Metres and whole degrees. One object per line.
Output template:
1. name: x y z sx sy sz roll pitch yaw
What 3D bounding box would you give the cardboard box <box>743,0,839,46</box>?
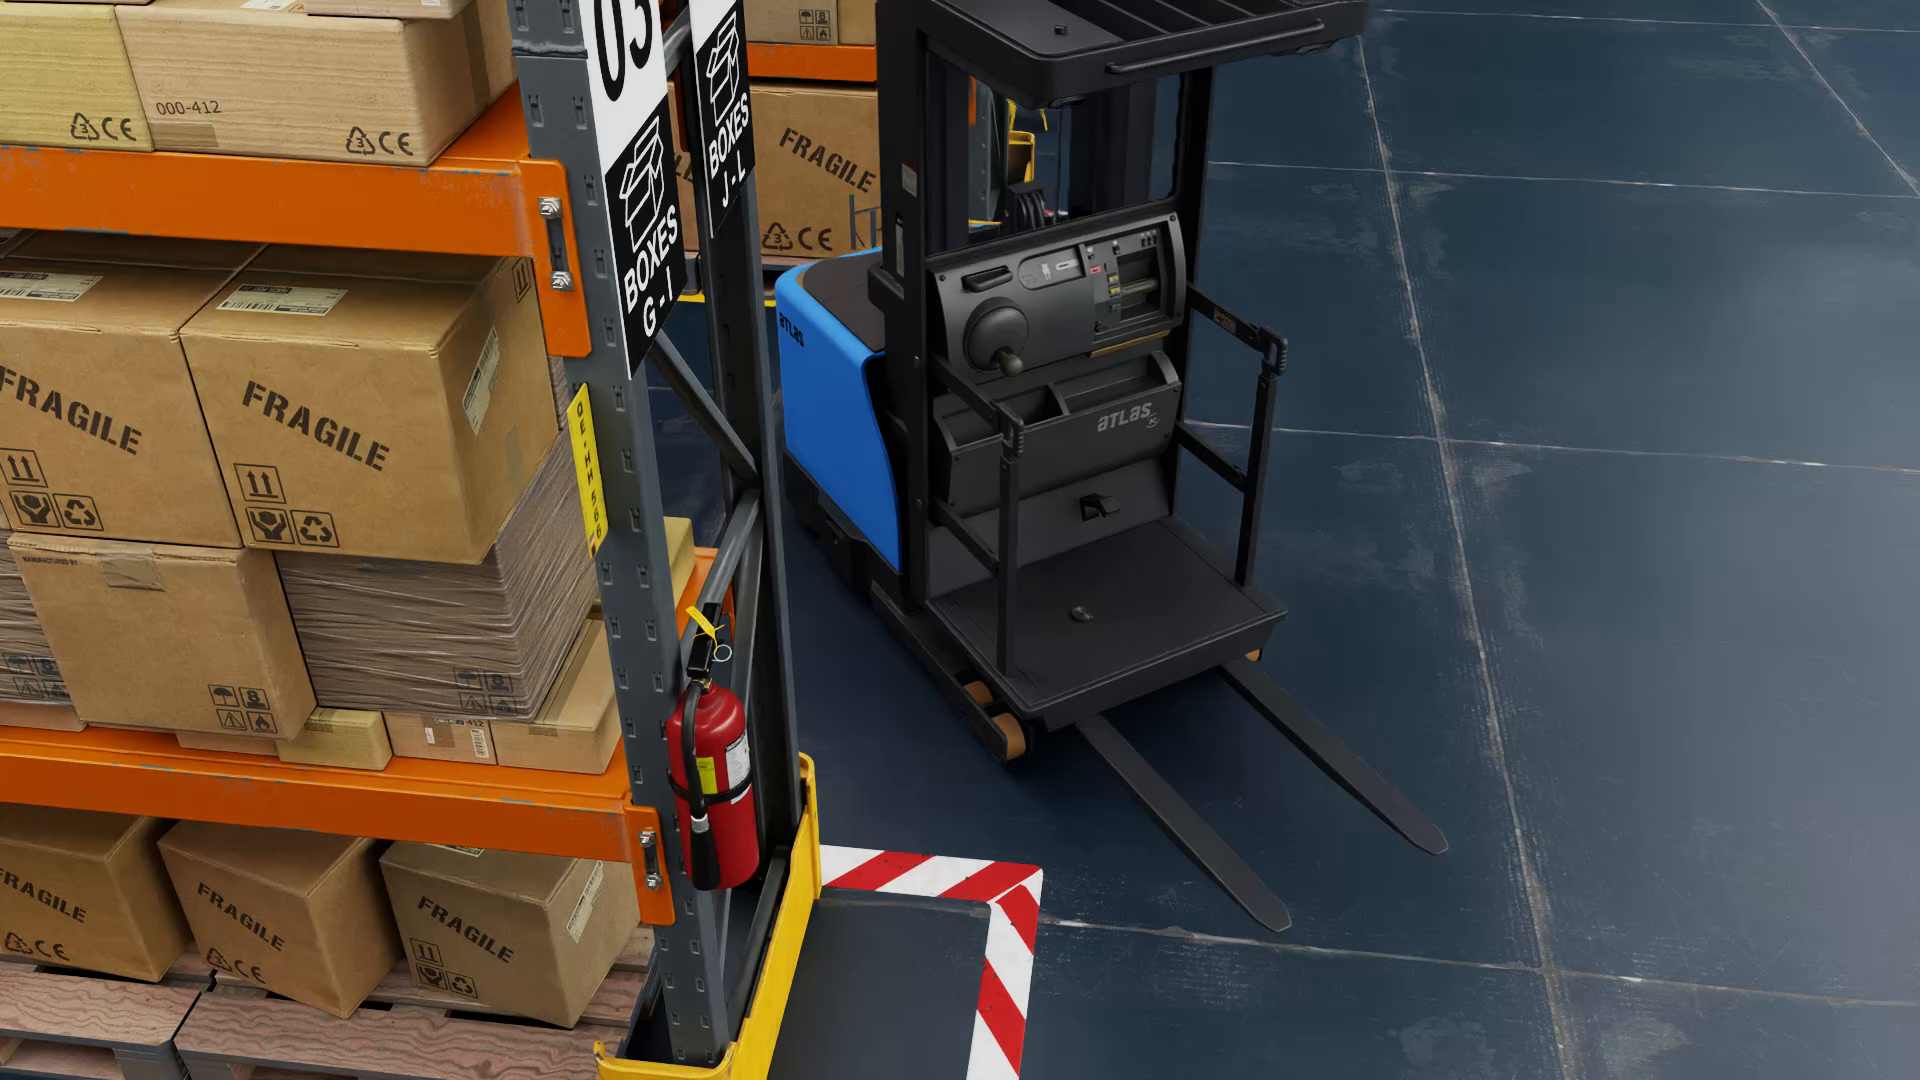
1. cardboard box: -0.786 -2.784 7.940 0.550 0.550 0.875 4 36 6

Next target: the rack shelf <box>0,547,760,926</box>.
1. rack shelf: -2.580 0.302 4.364 4.000 0.370 1.077 4 36 6

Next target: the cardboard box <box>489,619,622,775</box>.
1. cardboard box: -0.905 0.357 3.884 0.250 0.149 0.380 4 36 6

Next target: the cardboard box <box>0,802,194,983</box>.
1. cardboard box: -2.429 0.866 4.745 0.500 0.500 0.500 7 36 10

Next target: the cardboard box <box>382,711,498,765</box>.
1. cardboard box: -1.153 0.338 3.910 0.250 0.149 0.380 4 36 6

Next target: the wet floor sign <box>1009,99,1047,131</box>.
1. wet floor sign: 0.417 -2.874 10.221 0.232 0.644 0.267 -2 36 -2

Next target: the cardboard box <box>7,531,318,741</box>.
1. cardboard box: -1.649 -0.029 3.867 0.500 0.500 0.875 4 36 6

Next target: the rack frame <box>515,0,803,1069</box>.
1. rack frame: -0.596 0.157 3.948 0.127 3.000 1.000 4 36 6

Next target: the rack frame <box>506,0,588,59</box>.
1. rack frame: -0.596 -2.285 2.205 0.127 3.000 1.000 4 36 6

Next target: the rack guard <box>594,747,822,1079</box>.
1. rack guard: -0.671 1.169 4.682 0.348 0.500 1.175 4 36 6

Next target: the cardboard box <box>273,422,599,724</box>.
1. cardboard box: -1.138 -0.061 3.912 0.500 0.500 0.875 4 36 6

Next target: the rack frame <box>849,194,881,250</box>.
1. rack frame: -0.336 -0.917 7.002 0.240 1.200 0.006 -18 39 -24

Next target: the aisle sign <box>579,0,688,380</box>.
1. aisle sign: -0.573 -0.724 2.944 0.004 0.787 0.394 4 36 6

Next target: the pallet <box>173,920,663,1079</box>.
1. pallet: -1.473 1.206 4.879 1.213 0.211 1.003 4 36 6

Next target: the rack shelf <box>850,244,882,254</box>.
1. rack shelf: -0.291 -1.127 6.754 0.258 0.103 0.180 -18 39 -24

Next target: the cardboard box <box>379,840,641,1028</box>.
1. cardboard box: -1.213 0.948 4.630 0.500 0.500 0.500 11 37 15

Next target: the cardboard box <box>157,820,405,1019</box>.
1. cardboard box: -1.811 0.923 4.665 0.500 0.500 0.500 14 38 18

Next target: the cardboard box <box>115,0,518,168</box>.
1. cardboard box: -1.107 -0.892 2.965 0.500 0.250 0.500 5 36 7

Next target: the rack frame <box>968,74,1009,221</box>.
1. rack frame: 0.136 -2.694 7.942 0.127 3.000 1.000 4 36 6

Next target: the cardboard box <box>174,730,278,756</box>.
1. cardboard box: -1.653 0.322 3.933 0.250 0.149 0.380 4 36 6

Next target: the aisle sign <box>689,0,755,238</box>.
1. aisle sign: -0.496 -1.070 3.429 0.004 0.787 0.394 4 36 6

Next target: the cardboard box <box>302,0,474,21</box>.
1. cardboard box: -0.911 -1.006 2.781 0.250 0.149 0.380 4 36 6

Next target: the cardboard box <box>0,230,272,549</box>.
1. cardboard box: -1.670 -0.344 3.447 0.500 0.500 0.500 4 36 6

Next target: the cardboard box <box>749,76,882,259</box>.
1. cardboard box: -0.545 -2.012 8.454 0.875 0.875 0.875 4 36 6

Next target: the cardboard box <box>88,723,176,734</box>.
1. cardboard box: -1.896 0.280 3.992 0.250 0.149 0.380 4 36 6

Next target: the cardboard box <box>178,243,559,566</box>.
1. cardboard box: -1.173 -0.310 3.400 0.500 0.500 0.500 4 36 6

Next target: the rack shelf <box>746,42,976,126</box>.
1. rack shelf: -1.848 -2.549 8.358 4.000 0.370 1.077 4 36 6

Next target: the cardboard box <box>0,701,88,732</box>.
1. cardboard box: -2.147 0.274 4.000 0.250 0.149 0.380 4 36 6

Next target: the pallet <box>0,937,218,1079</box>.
1. pallet: -2.679 1.114 5.007 1.213 0.211 1.003 4 36 6

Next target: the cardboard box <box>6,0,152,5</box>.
1. cardboard box: -1.440 -1.050 2.843 0.250 0.149 0.380 3 36 4

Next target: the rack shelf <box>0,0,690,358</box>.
1. rack shelf: -2.580 -0.919 3.493 4.000 0.370 1.077 4 36 6

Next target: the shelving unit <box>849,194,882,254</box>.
1. shelving unit: -0.291 -0.871 6.937 0.258 1.200 0.189 -18 39 -24

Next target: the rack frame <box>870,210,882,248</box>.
1. rack frame: -0.245 -0.824 6.872 0.240 1.200 0.006 -18 39 -24

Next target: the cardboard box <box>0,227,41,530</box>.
1. cardboard box: -2.165 -0.382 3.501 0.500 0.500 0.500 4 36 6

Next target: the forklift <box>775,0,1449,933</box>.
1. forklift: 0.446 -0.741 5.265 1.130 2.935 3.031 -18 39 -24

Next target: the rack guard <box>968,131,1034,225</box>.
1. rack guard: 0.160 -1.674 8.666 0.348 0.500 1.175 4 36 6

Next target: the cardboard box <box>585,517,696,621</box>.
1. cardboard box: -0.848 0.101 4.243 0.250 0.149 0.380 4 36 6

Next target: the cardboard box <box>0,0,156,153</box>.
1. cardboard box: -1.602 -0.928 3.015 0.500 0.250 0.500 4 36 6

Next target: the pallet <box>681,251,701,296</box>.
1. pallet: -1.874 -1.664 8.900 1.213 0.211 1.003 4 36 6

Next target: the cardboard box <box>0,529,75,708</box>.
1. cardboard box: -2.140 -0.091 3.953 0.500 0.500 0.875 4 36 6

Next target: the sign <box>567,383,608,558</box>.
1. sign: -0.687 -0.125 3.074 0.005 0.325 0.100 4 36 6

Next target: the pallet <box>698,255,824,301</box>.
1. pallet: -0.667 -1.573 8.772 1.213 0.211 1.003 4 36 6

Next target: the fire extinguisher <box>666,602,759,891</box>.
1. fire extinguisher: -0.541 0.462 3.587 0.183 0.674 0.296 4 36 6

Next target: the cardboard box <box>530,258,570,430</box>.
1. cardboard box: -1.107 -0.610 3.819 0.500 0.500 0.500 4 36 6

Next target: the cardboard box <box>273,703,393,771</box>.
1. cardboard box: -1.407 0.349 3.895 0.250 0.149 0.380 4 36 6

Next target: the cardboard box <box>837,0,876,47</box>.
1. cardboard box: -0.238 -2.756 7.900 0.550 0.550 0.875 4 36 6

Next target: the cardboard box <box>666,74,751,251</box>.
1. cardboard box: -1.418 -2.076 8.544 0.875 0.875 0.875 4 36 5
